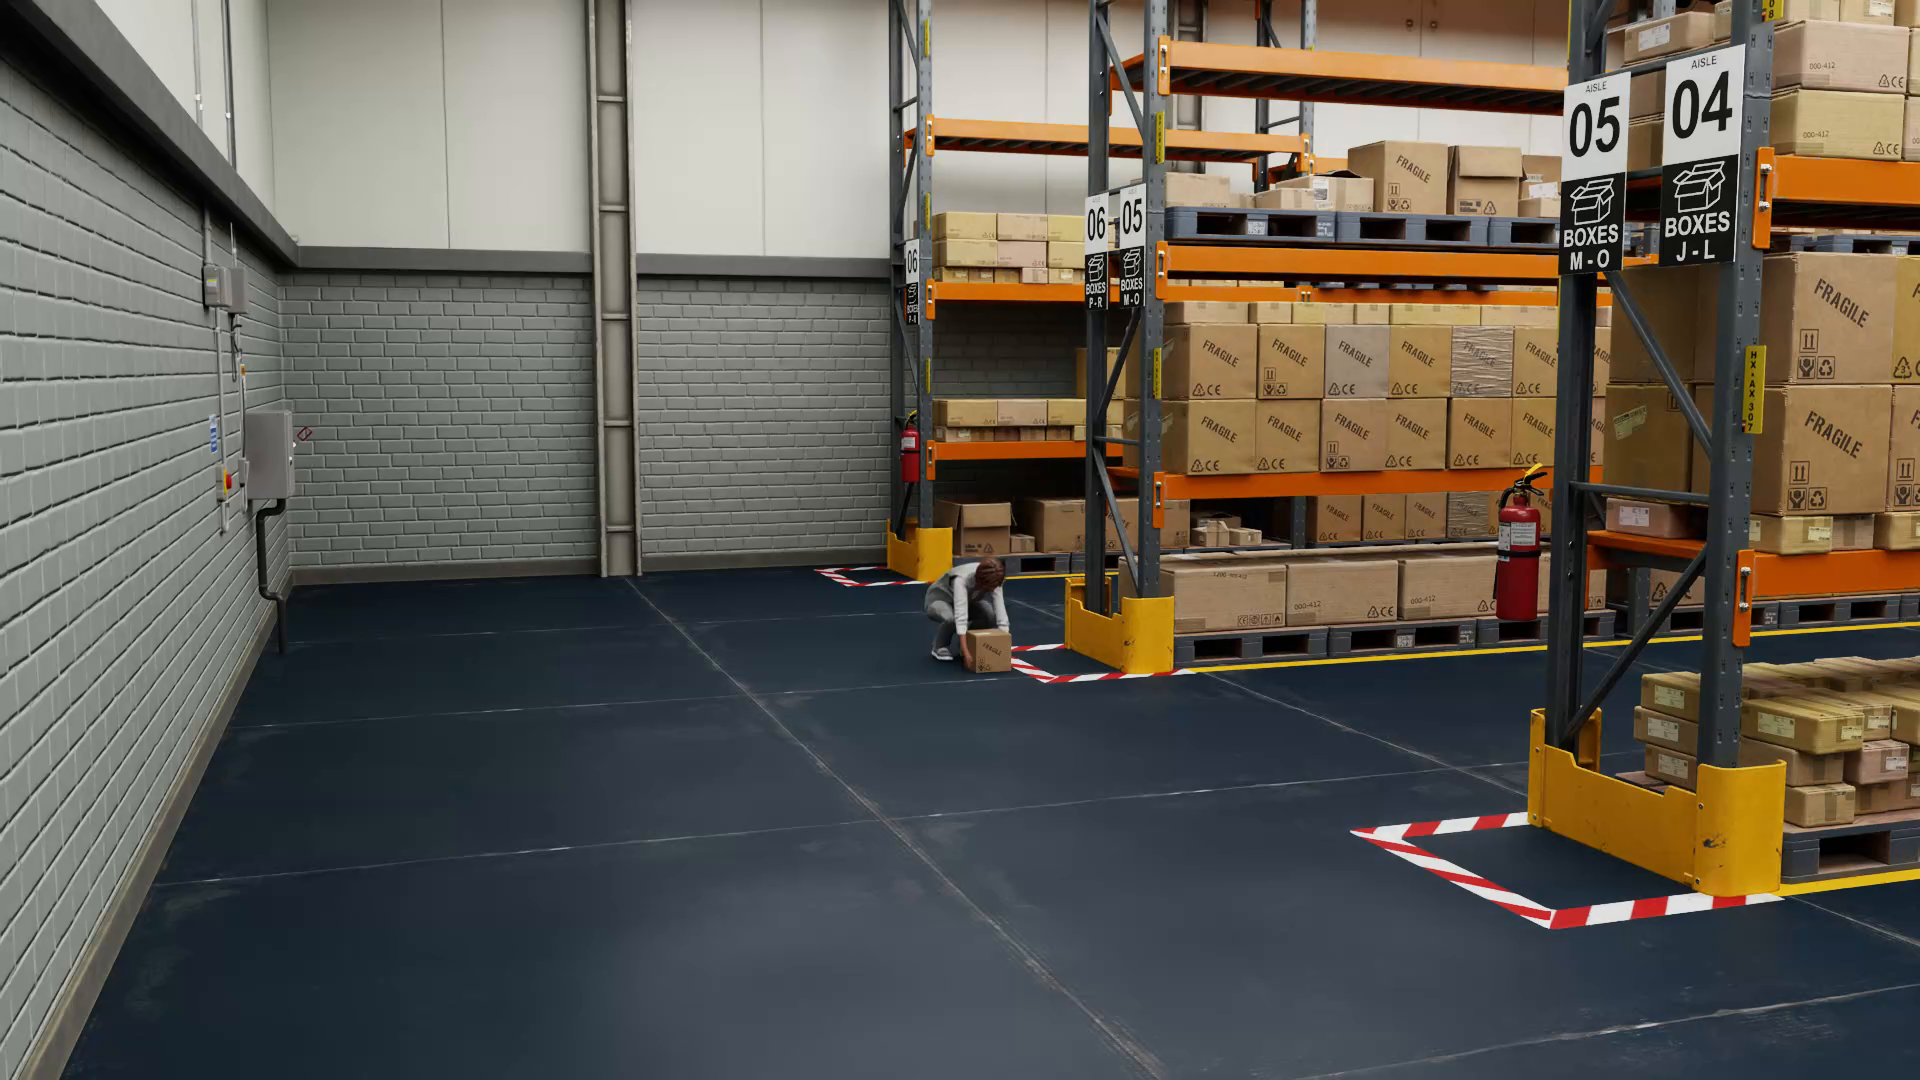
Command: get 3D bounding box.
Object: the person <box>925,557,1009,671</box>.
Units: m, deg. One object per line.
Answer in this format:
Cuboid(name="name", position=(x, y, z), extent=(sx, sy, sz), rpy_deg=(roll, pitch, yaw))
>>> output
Cuboid(name="person", position=(0.045, 0.475, 11.420), extent=(0.435, 0.763, 0.815), rpy_deg=(-3, 7, -25))
